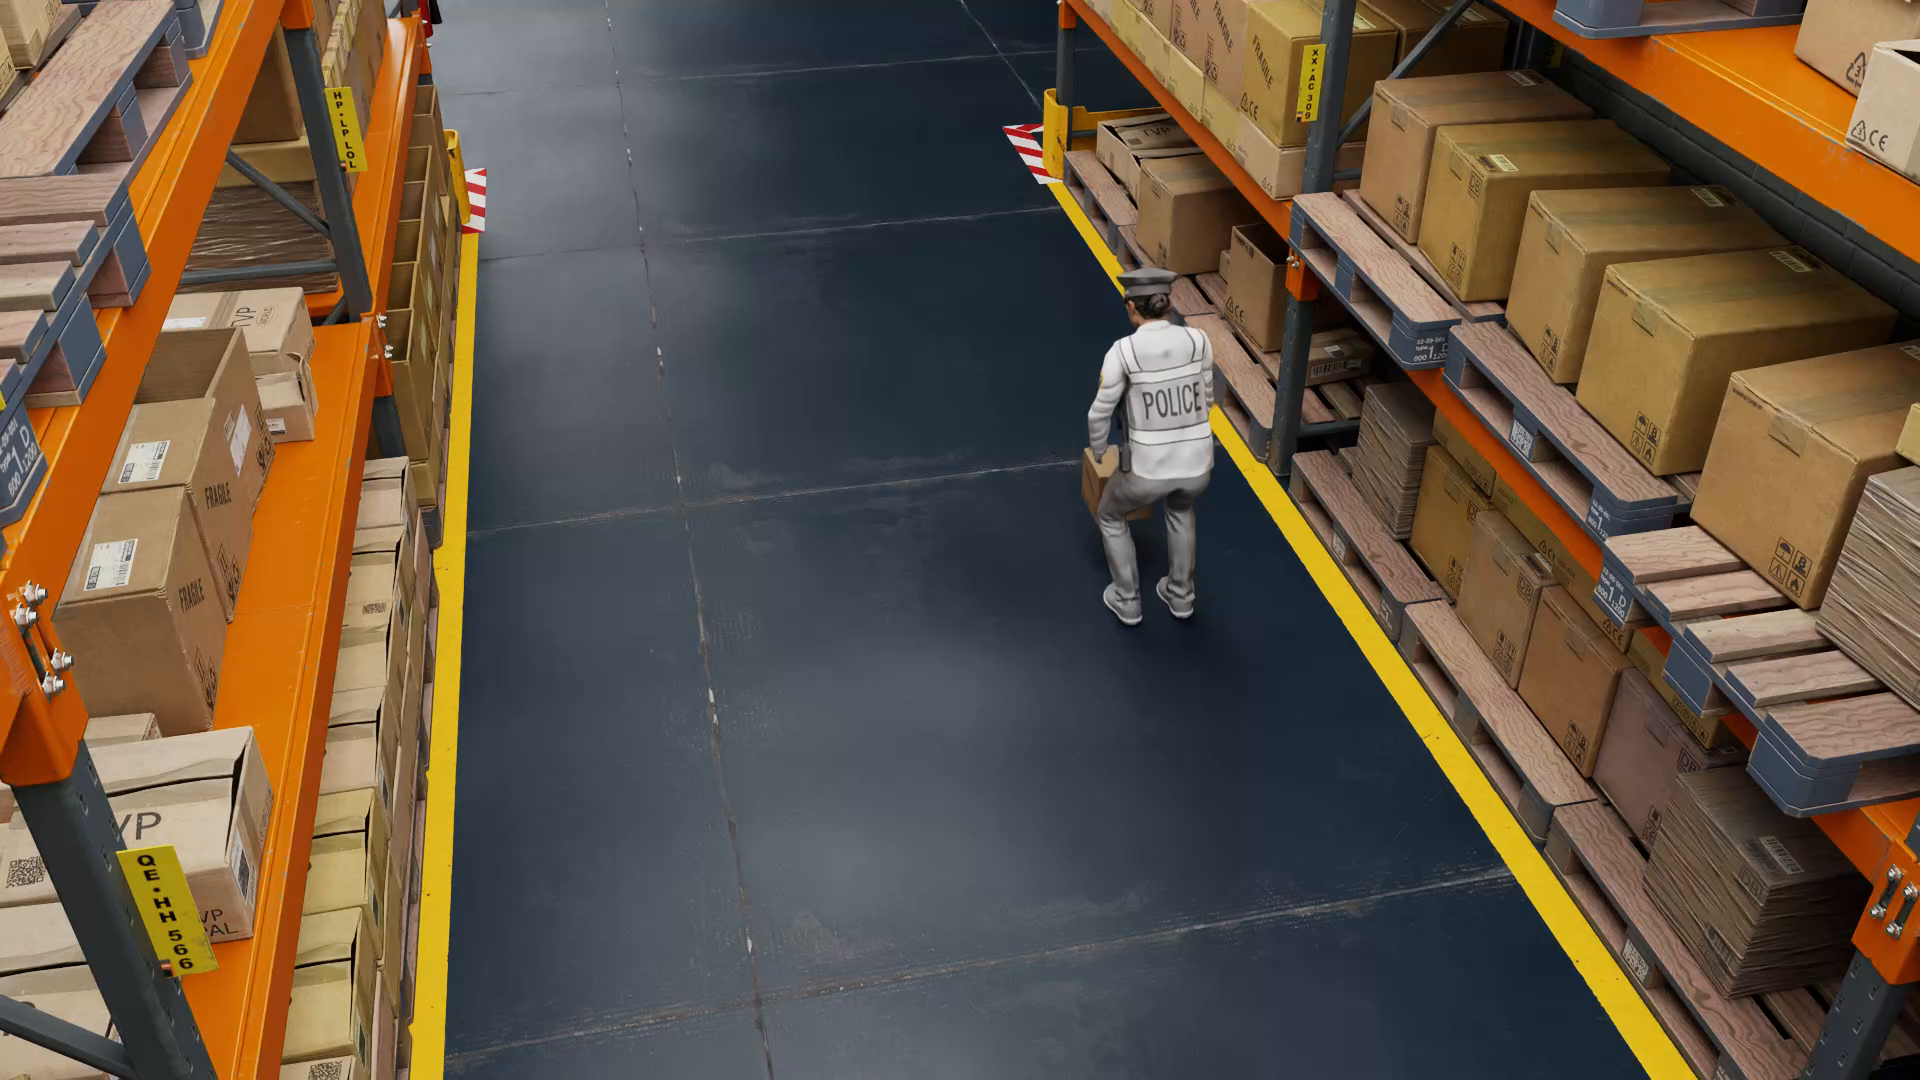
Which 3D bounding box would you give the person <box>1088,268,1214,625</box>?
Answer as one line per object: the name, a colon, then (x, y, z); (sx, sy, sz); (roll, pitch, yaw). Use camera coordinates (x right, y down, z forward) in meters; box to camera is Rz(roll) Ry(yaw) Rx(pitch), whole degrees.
person: (0.774, -0.358, 6.800); (0.526, 1.522, 0.591); (-7, 35, -10)
